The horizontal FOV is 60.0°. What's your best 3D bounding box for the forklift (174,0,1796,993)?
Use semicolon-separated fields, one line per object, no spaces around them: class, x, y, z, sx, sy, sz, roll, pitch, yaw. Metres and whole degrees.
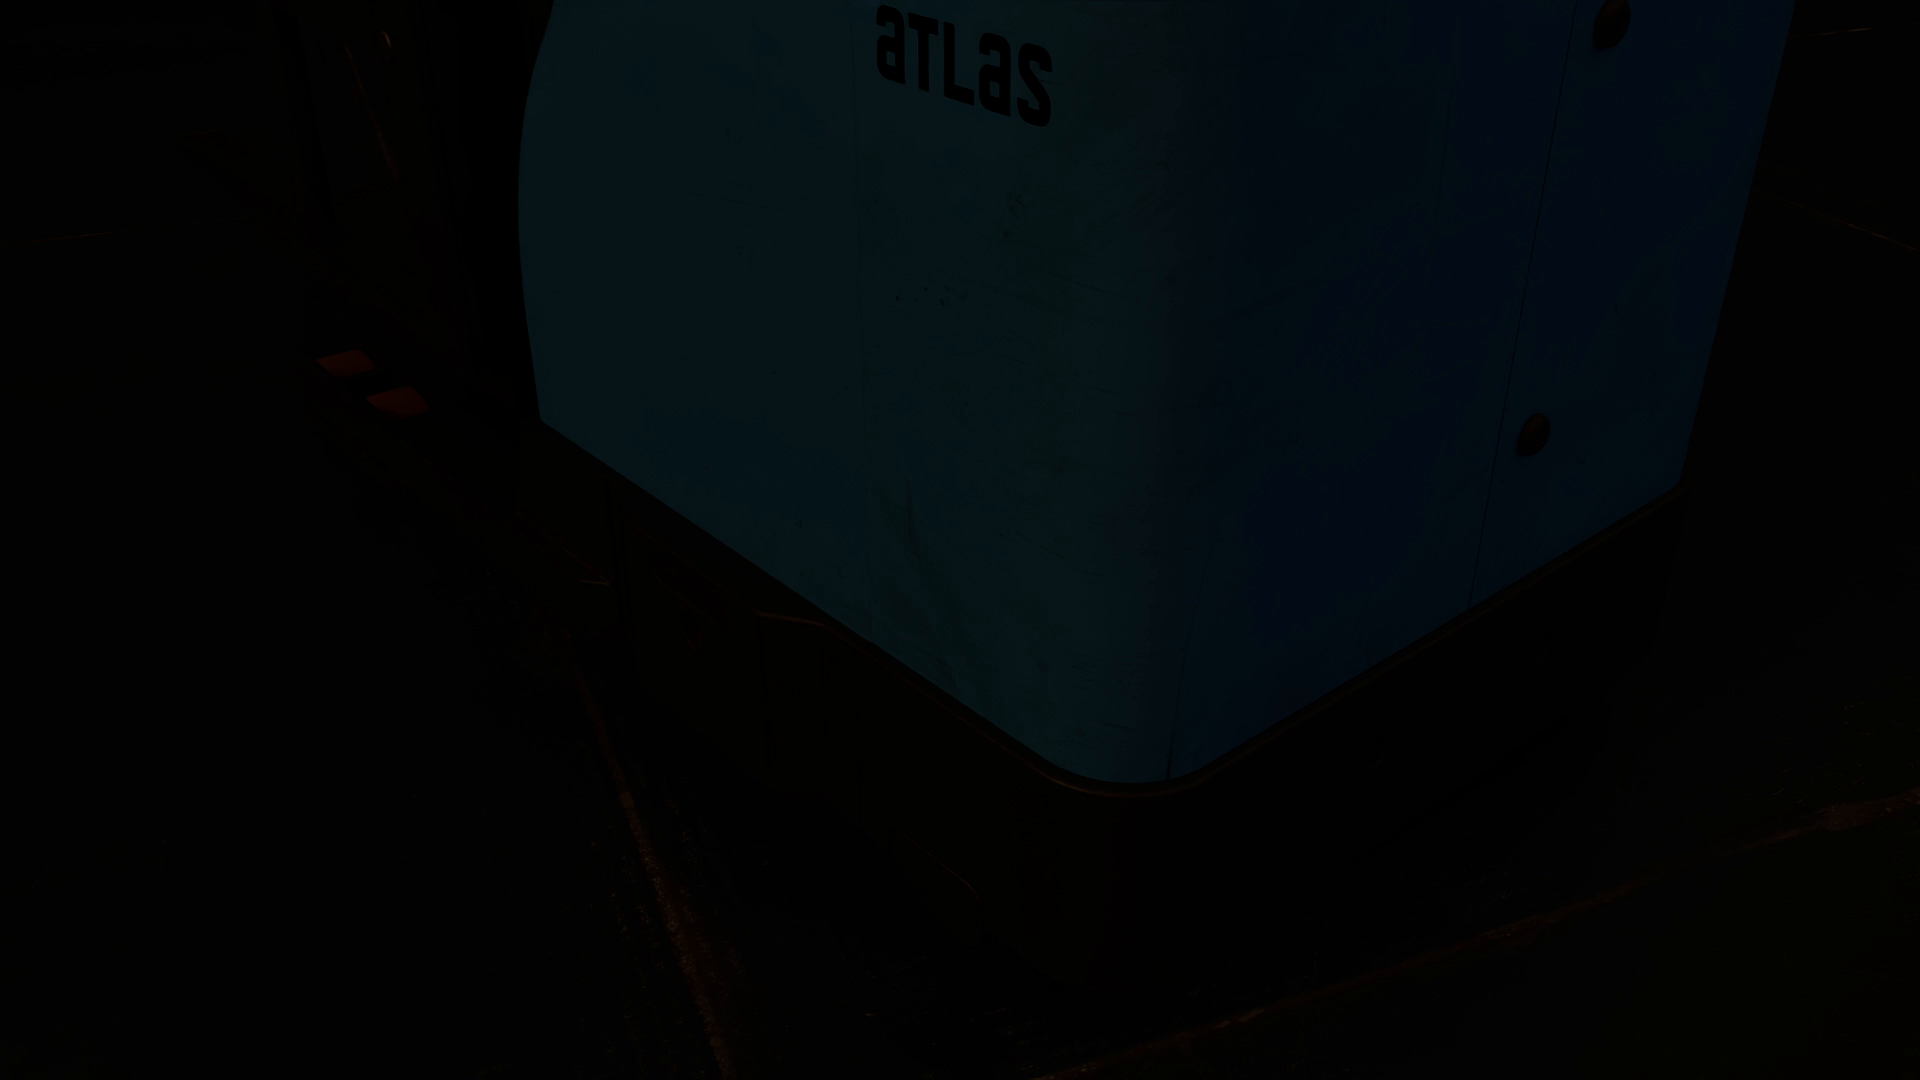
forklift;-0.449;-1.492;2.158;1.130;2.935;3.031;-23;37;-35
